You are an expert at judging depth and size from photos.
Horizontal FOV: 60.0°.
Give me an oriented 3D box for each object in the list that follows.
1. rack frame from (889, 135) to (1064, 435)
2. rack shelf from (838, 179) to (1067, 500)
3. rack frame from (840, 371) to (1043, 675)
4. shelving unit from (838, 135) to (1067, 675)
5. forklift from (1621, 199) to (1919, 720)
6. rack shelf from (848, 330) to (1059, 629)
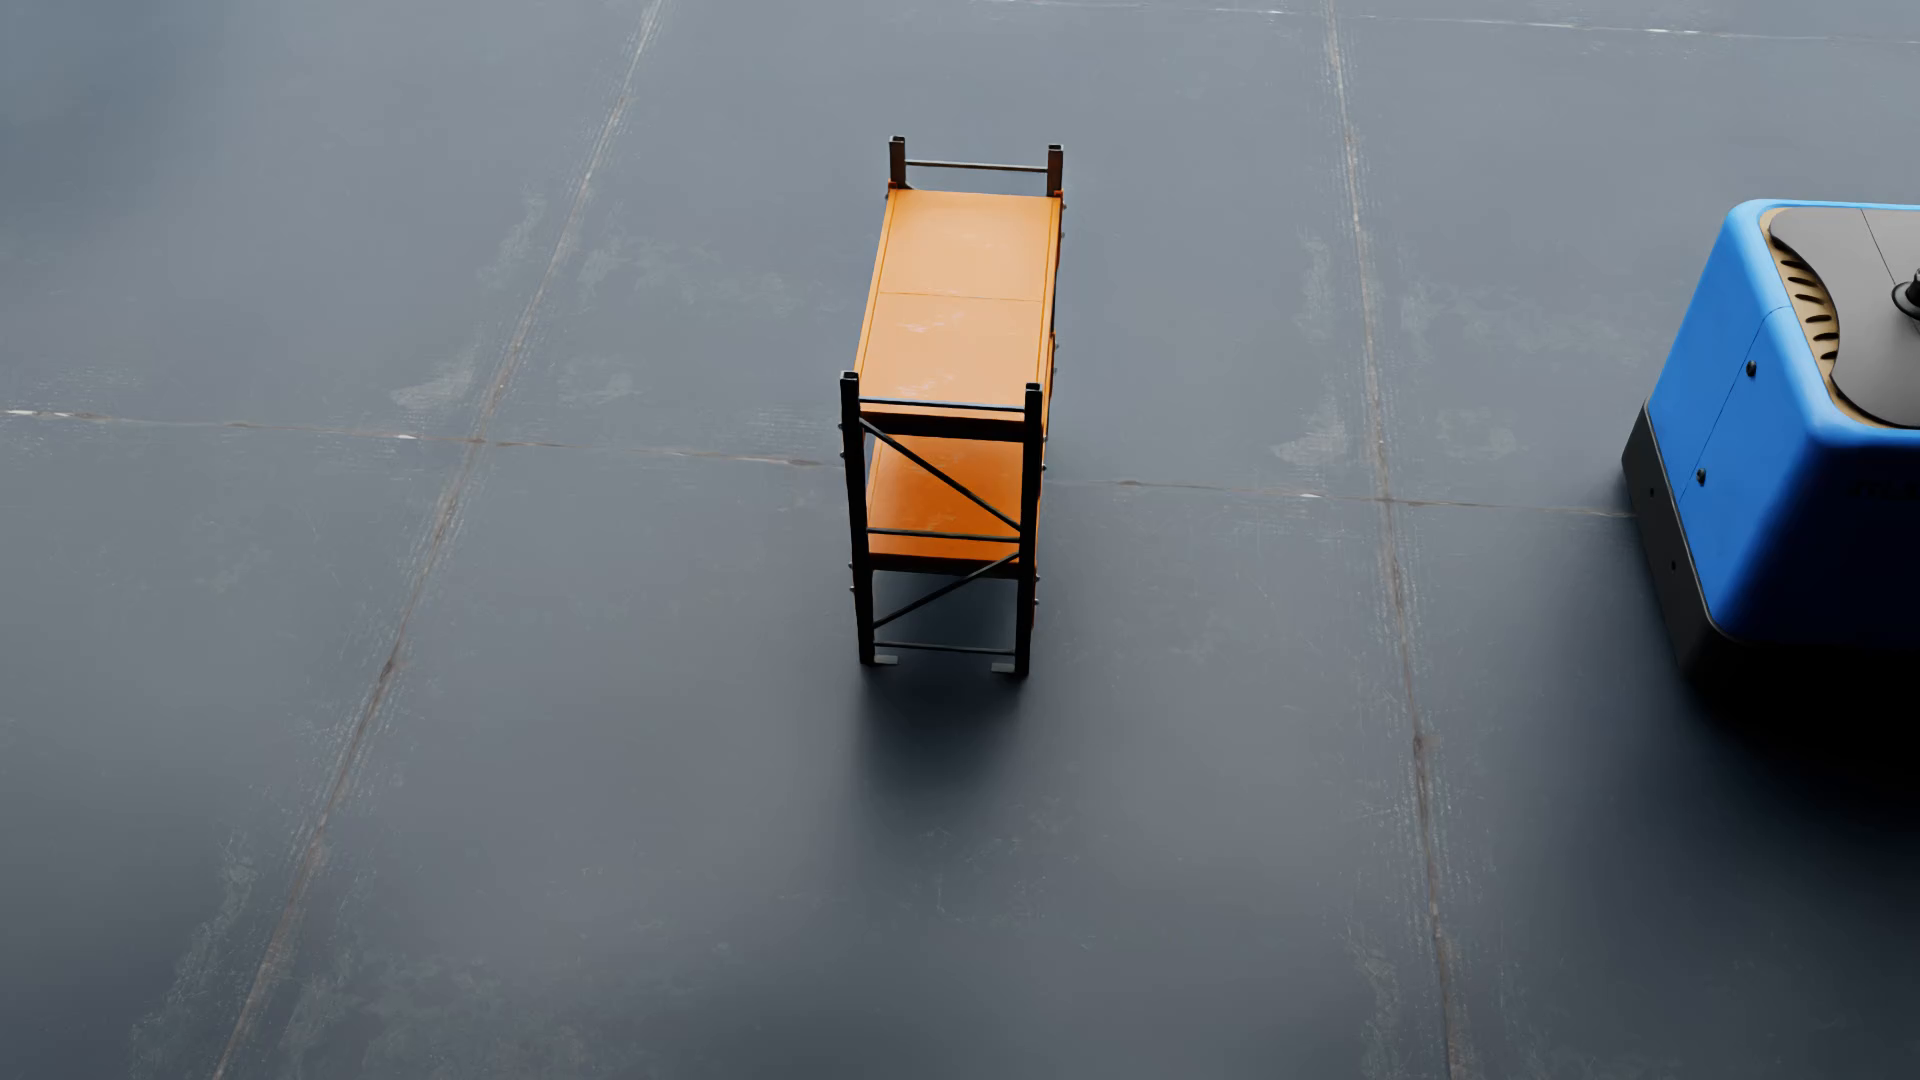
[{"bbox_3d":[0.047,-0.758,5.181,0.500,1.125,0.032,4,48,4],"label":"rack frame"},{"bbox_3d":[0.001,-0.582,4.623,0.538,0.278,1.000,4,48,4],"label":"rack shelf"},{"bbox_3d":[-0.046,-0.011,4.498,0.500,1.125,0.032,4,48,4],"label":"rack frame"},{"bbox_3d":[0.001,-0.385,4.839,0.538,1.125,1.048,4,48,4],"label":"shelving unit"},{"bbox_3d":[3.621,-0.799,3.995,3.031,2.935,1.130,3,48,3],"label":"forklift"},{"bbox_3d":[0.001,-0.220,5.020,0.538,0.278,1.000,4,48,4],"label":"rack shelf"}]
